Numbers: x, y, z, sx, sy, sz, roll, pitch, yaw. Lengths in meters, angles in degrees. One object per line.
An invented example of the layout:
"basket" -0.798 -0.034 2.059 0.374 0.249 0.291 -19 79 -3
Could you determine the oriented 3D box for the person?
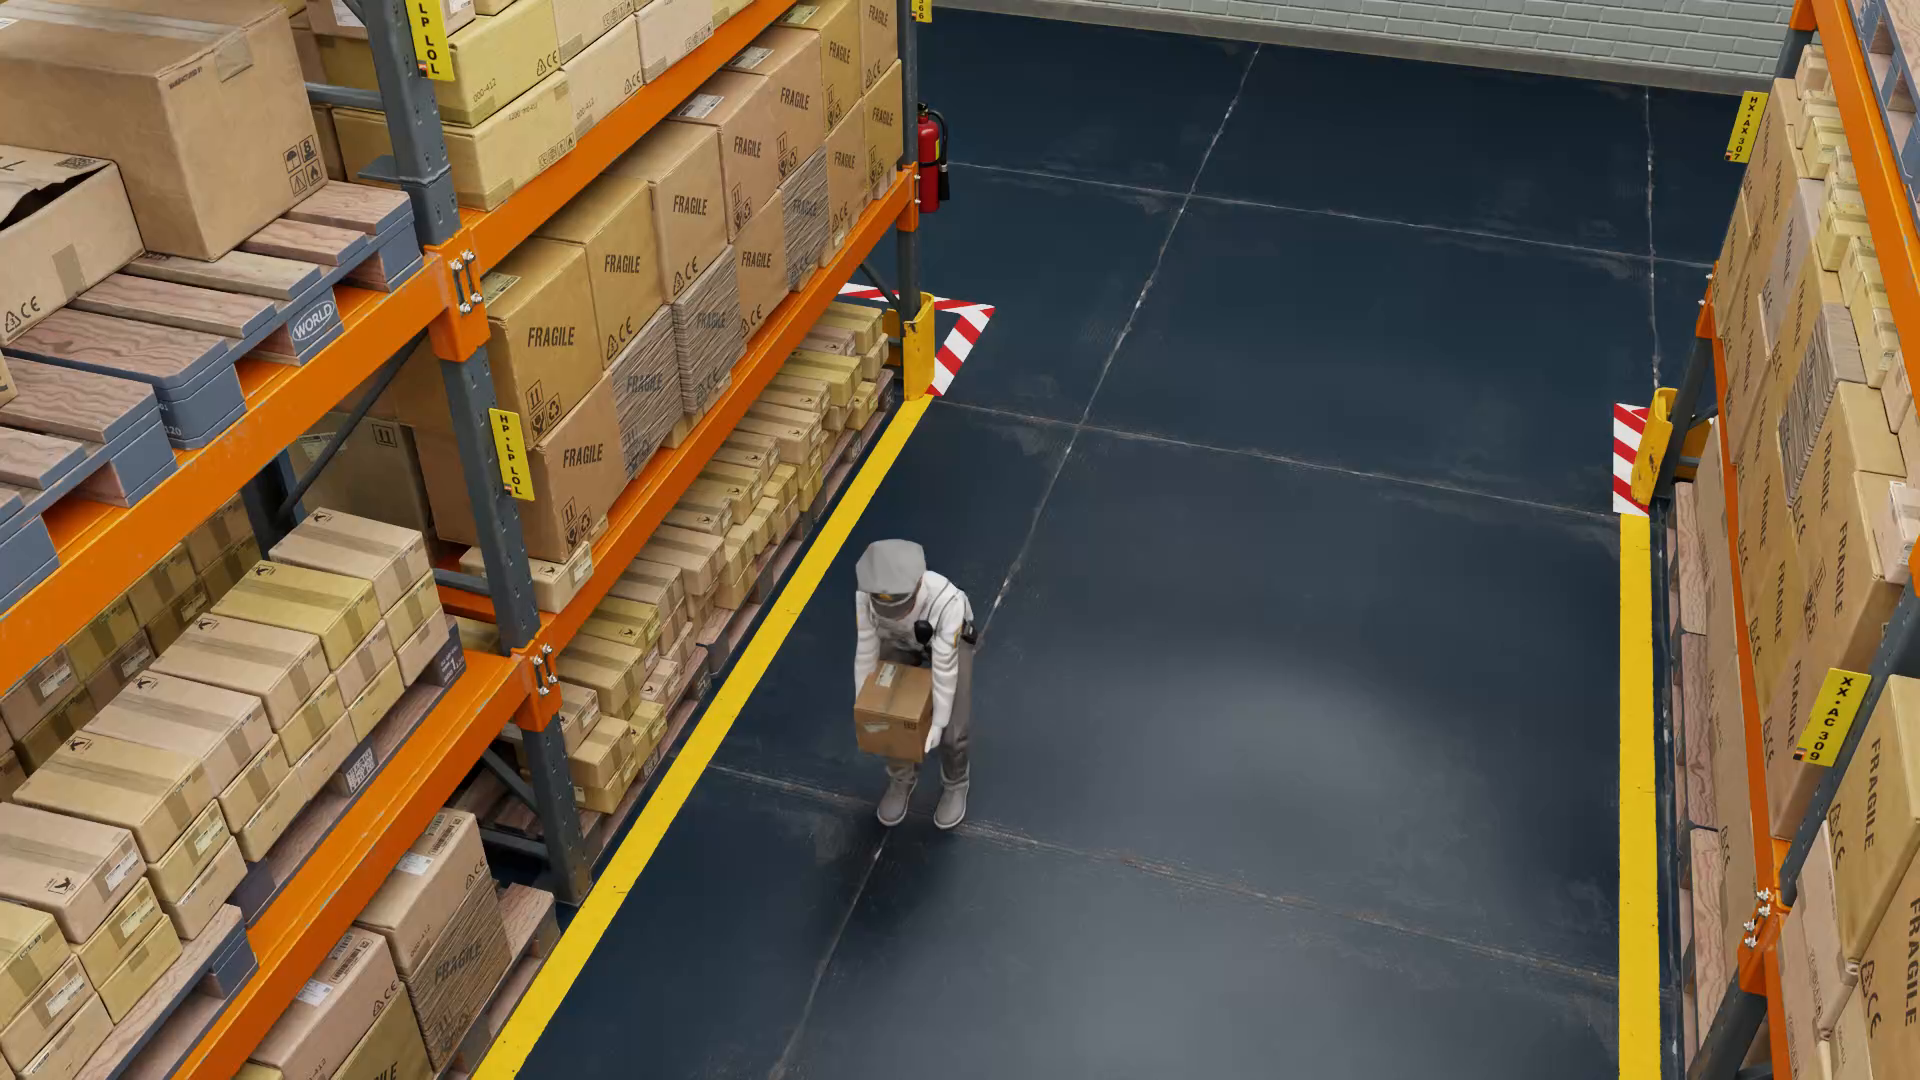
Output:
"person" -0.170 0.541 6.295 0.405 1.530 0.693 10 38 13
